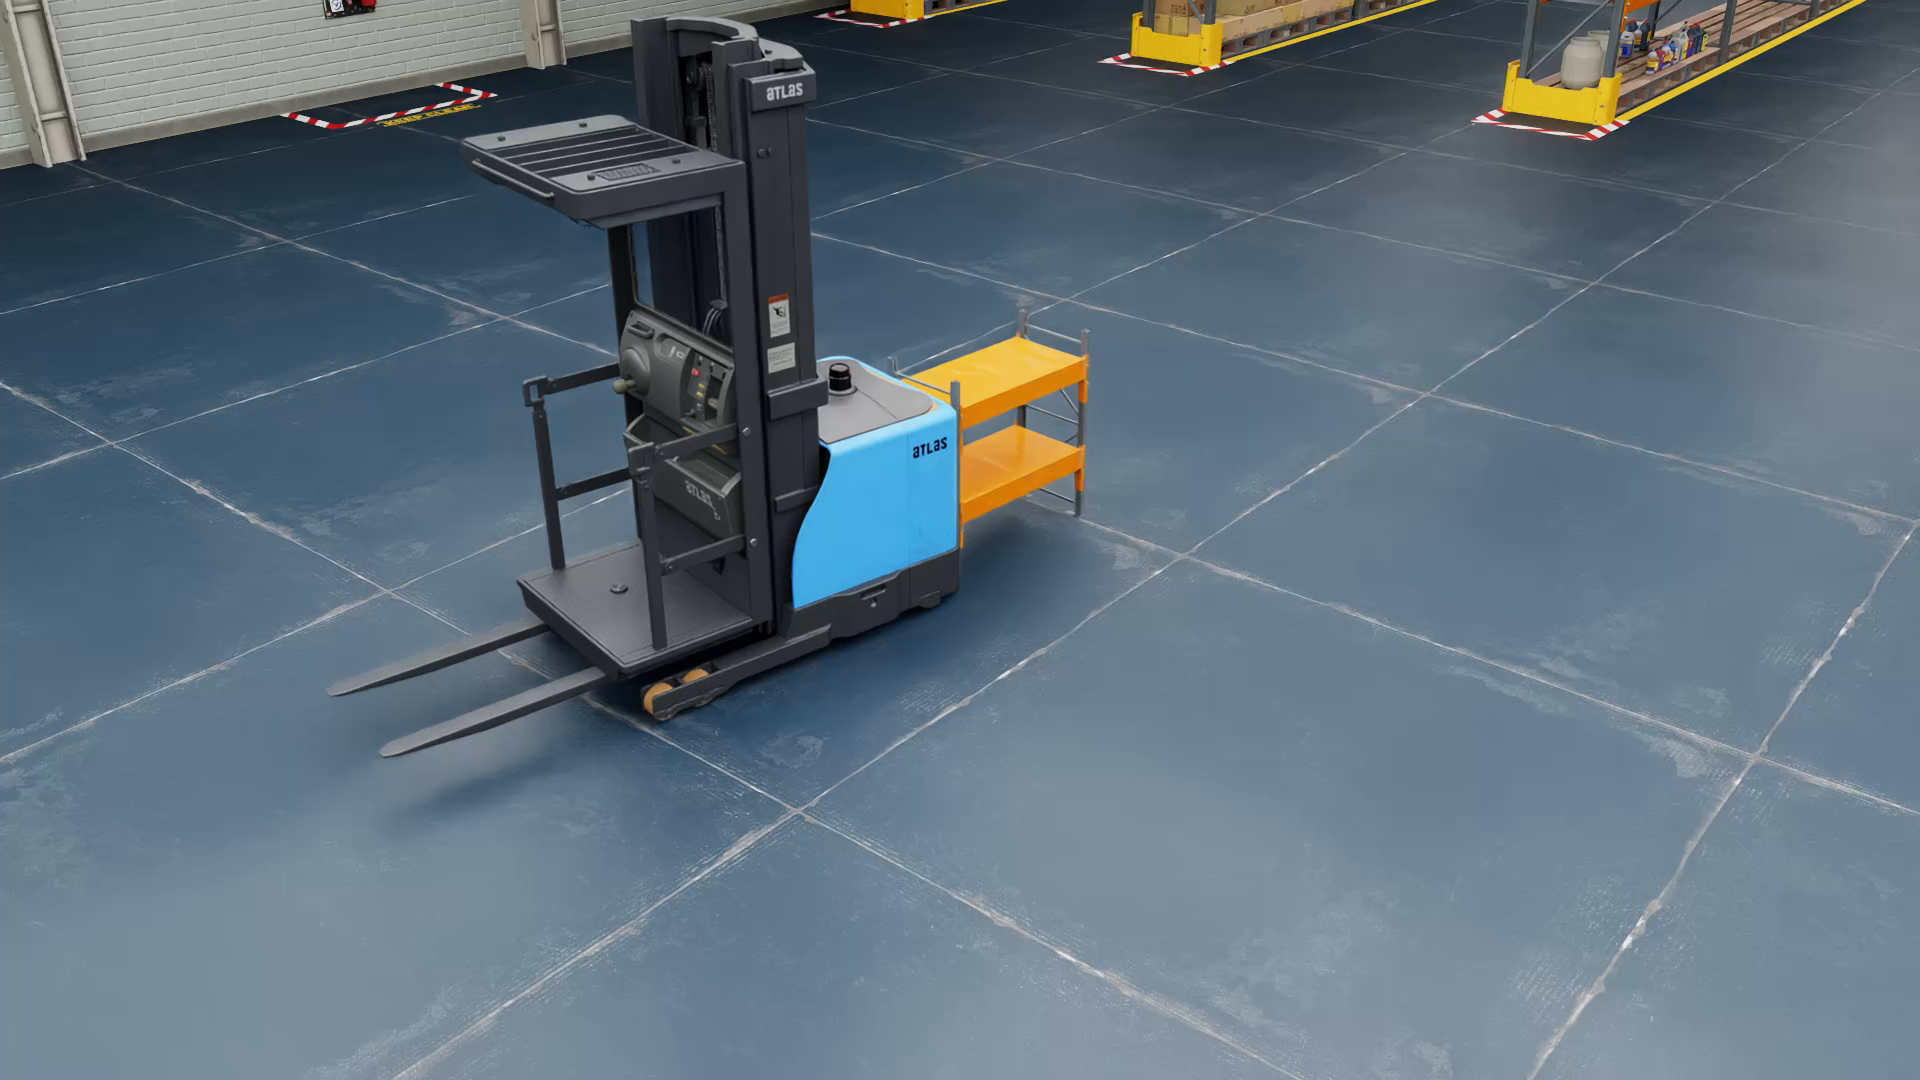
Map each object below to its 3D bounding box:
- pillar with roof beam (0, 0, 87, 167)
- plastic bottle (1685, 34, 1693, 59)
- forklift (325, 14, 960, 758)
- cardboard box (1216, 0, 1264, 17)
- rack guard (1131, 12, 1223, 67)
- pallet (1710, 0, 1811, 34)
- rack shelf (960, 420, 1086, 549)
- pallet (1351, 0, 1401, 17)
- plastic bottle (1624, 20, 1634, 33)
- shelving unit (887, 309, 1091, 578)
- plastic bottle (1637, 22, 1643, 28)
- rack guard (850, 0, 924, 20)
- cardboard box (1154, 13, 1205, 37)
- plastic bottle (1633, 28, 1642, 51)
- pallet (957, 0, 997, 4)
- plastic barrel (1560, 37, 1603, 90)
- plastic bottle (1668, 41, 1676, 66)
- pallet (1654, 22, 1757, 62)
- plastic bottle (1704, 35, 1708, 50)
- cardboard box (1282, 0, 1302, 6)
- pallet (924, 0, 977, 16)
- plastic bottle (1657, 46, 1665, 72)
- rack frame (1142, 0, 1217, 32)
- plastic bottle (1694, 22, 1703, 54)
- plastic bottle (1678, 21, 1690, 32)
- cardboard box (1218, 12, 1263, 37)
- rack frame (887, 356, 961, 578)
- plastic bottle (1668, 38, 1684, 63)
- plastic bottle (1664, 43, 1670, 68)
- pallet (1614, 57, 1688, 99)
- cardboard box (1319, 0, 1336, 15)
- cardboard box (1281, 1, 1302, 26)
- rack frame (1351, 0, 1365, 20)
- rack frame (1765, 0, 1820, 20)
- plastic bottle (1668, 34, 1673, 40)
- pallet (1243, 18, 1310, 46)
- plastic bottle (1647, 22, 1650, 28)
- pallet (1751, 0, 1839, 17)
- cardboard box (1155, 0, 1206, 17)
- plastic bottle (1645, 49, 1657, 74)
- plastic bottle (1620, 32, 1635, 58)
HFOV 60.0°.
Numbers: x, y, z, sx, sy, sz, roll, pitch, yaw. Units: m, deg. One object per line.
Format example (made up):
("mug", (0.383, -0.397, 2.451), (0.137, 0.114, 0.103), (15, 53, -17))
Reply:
("pillar with roof beam", (-5.629, -6.508, 12.037), (9.100, 9.000, 0.400), (21, 34, 34))
("plastic bottle", (8.712, -5.917, 19.900), (0.061, 0.283, 0.133), (23, 35, 38))
("forklift", (-1.463, -0.747, 7.504), (3.031, 2.935, 1.130), (-21, 34, -34))
("cardboard box", (3.558, -7.010, 21.256), (0.500, 0.500, 0.500), (21, 34, 34))
("rack guard", (2.714, -6.290, 20.865), (1.175, 0.500, 0.348), (21, 34, 34))
("pallet", (11.115, -7.295, 23.121), (1.003, 0.211, 1.213), (21, 34, 34))
("rack shelf", (0.165, -0.322, 9.180), (0.538, 0.278, 1.000), (24, 36, 38))
("pallet", (5.712, -7.861, 24.217), (1.003, 0.211, 1.213), (21, 34, 34))
("plastic bottle", (8.139, -6.165, 20.307), (0.144, 0.351, 0.185), (19, 33, 32))
("shelving unit", (0.165, -0.539, 9.068), (0.538, 1.125, 1.048), (24, 36, 38))
("plastic bottle", (8.368, -6.256, 20.565), (0.152, 0.276, 0.135), (22, 35, 36))
("rack guard", (-1.048, -7.772, 23.730), (1.175, 0.500, 0.348), (21, 34, 34))
("cardboard box", (2.842, -6.651, 21.377), (0.500, 0.250, 0.500), (21, 34, 34))
("plastic bottle", (8.260, -6.110, 20.287), (0.097, 0.271, 0.097), (0, 27, 0))
("pallet", (0.273, -8.352, 25.166), (1.003, 0.211, 1.213), (21, 34, 34))
("plastic barrel", (6.908, -5.297, 18.476), (0.421, 0.512, 0.421), (0, 27, 0))
("plastic bottle", (8.353, -5.724, 19.541), (0.097, 0.271, 0.097), (0, 27, 0))
("pallet", (9.563, -6.430, 21.449), (1.003, 0.211, 1.213), (21, 34, 34))
("plastic bottle", (9.103, -6.111, 20.365), (0.097, 0.201, 0.097), (0, 27, 0))
("cardboard box", (4.198, -7.364, 21.939), (0.500, 0.500, 0.500), (21, 34, 34))
("pallet", (-0.504, -7.922, 24.333), (1.003, 0.211, 1.213), (21, 34, 34))
("plastic bottle", (8.101, -5.576, 19.241), (0.061, 0.283, 0.133), (21, 34, 35))
("rack frame", (2.729, -7.409, 20.307), (1.000, 3.000, 0.127), (21, 34, 34))
("plastic bottle", (8.906, -6.085, 20.151), (0.144, 0.351, 0.185), (20, 33, 33))
("plastic bottle", (8.795, -6.127, 20.233), (0.144, 0.351, 0.185), (21, 34, 34))
("cardboard box", (3.557, -6.678, 21.429), (0.500, 0.250, 0.500), (21, 34, 34))
("rack frame", (-0.188, -0.371, 8.743), (0.500, 1.125, 0.032), (24, 36, 38))
("plastic bottle", (8.472, -5.812, 19.707), (0.152, 0.276, 0.135), (21, 34, 35))
("plastic bottle", (8.224, -5.652, 19.402), (0.097, 0.271, 0.097), (0, 27, 0))
("pallet", (7.858, -5.479, 19.612), (1.003, 0.211, 1.213), (21, 34, 34))
("cardboard box", (4.821, -7.390, 22.806), (0.500, 0.250, 0.500), (21, 34, 34))
("cardboard box", (4.197, -7.031, 22.112), (0.500, 0.250, 0.500), (21, 34, 34))
("rack frame", (5.273, -8.827, 23.049), (1.000, 3.000, 0.127), (21, 34, 34))
("rack frame", (11.637, -8.797, 22.989), (1.000, 3.000, 0.127), (21, 34, 34))
("plastic bottle", (8.483, -5.893, 19.854), (0.061, 0.283, 0.133), (21, 34, 34))
("pallet", (3.959, -6.885, 22.328), (1.003, 0.211, 1.213), (21, 34, 34))
("plastic bottle", (8.450, -6.229, 20.503), (0.061, 0.283, 0.133), (21, 34, 34))
("pallet", (12.107, -7.850, 24.194), (1.003, 0.211, 1.213), (21, 34, 34))
("cardboard box", (2.840, -6.985, 21.206), (0.500, 0.500, 0.500), (21, 34, 34))
("plastic bottle", (7.942, -5.495, 19.099), (0.097, 0.271, 0.097), (0, 27, 0))
("plastic bottle", (7.999, -5.947, 19.967), (0.152, 0.276, 0.135), (21, 34, 34))
